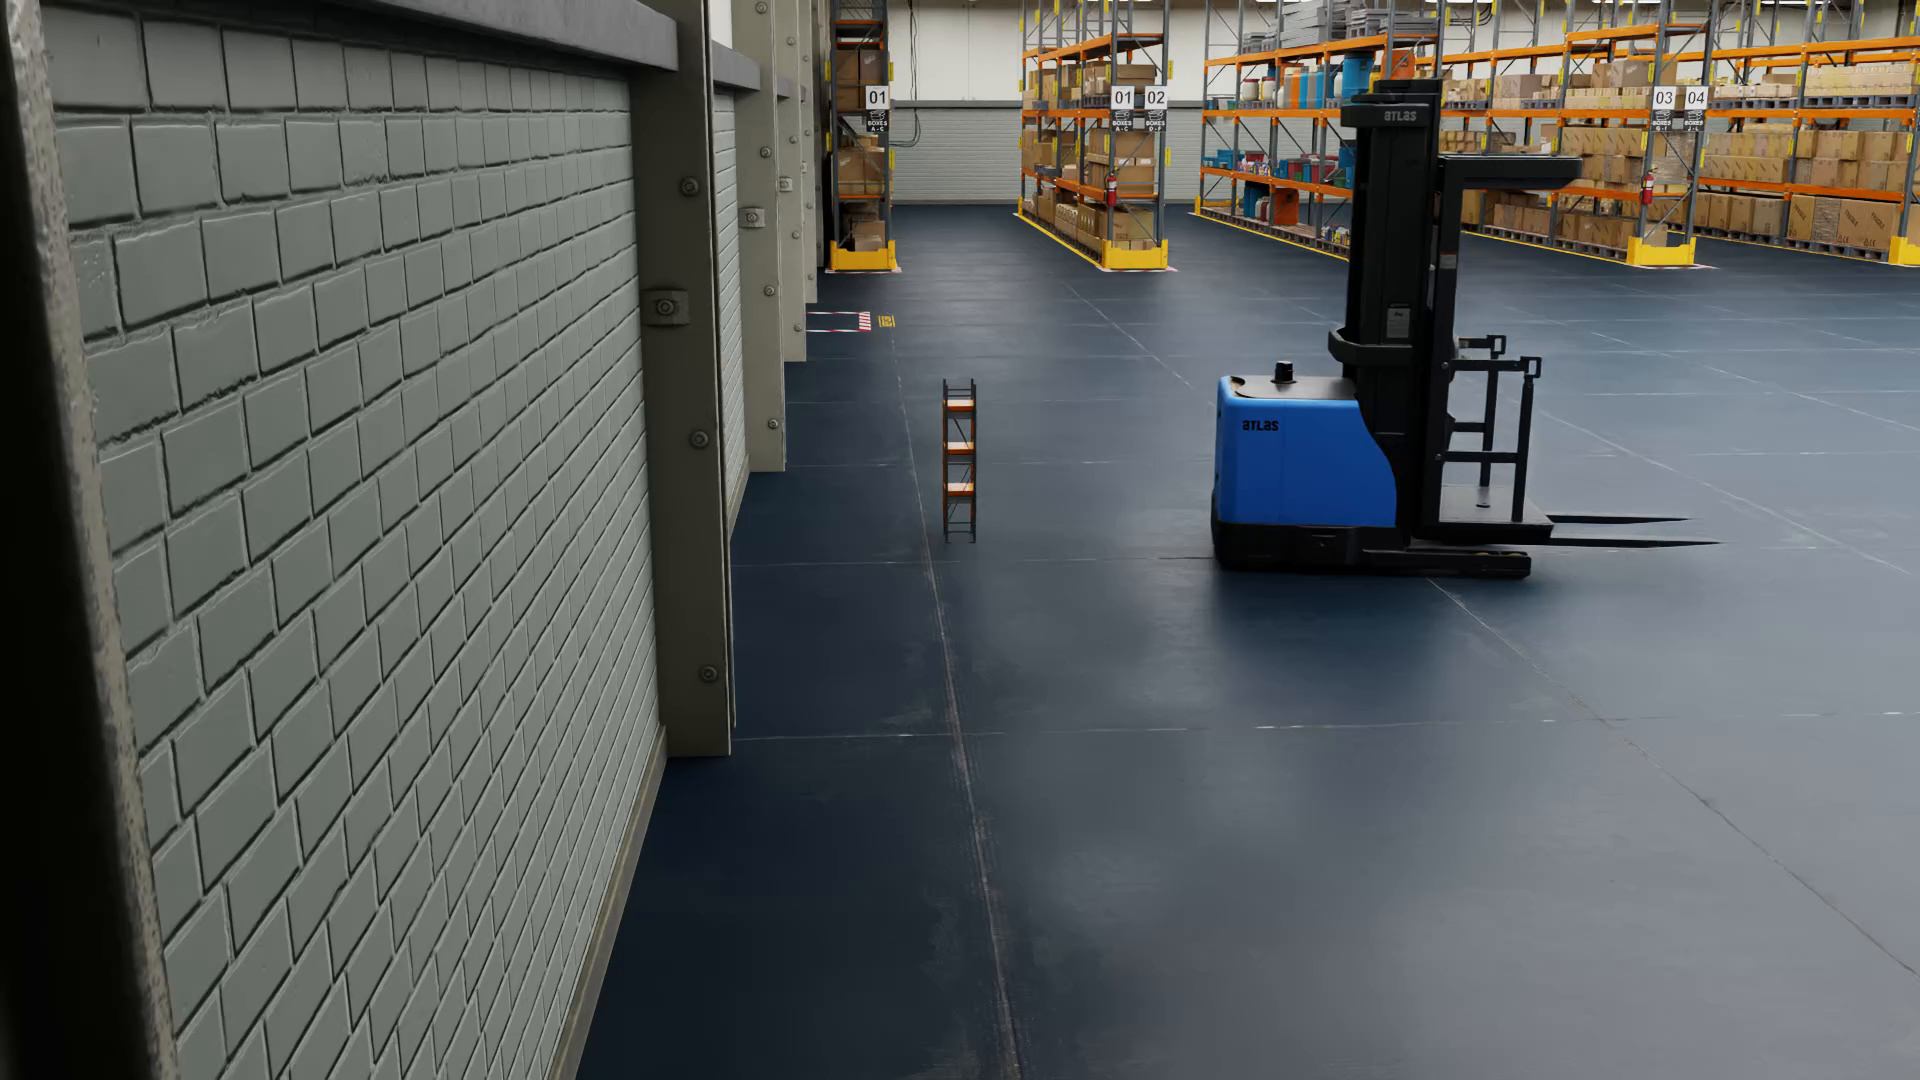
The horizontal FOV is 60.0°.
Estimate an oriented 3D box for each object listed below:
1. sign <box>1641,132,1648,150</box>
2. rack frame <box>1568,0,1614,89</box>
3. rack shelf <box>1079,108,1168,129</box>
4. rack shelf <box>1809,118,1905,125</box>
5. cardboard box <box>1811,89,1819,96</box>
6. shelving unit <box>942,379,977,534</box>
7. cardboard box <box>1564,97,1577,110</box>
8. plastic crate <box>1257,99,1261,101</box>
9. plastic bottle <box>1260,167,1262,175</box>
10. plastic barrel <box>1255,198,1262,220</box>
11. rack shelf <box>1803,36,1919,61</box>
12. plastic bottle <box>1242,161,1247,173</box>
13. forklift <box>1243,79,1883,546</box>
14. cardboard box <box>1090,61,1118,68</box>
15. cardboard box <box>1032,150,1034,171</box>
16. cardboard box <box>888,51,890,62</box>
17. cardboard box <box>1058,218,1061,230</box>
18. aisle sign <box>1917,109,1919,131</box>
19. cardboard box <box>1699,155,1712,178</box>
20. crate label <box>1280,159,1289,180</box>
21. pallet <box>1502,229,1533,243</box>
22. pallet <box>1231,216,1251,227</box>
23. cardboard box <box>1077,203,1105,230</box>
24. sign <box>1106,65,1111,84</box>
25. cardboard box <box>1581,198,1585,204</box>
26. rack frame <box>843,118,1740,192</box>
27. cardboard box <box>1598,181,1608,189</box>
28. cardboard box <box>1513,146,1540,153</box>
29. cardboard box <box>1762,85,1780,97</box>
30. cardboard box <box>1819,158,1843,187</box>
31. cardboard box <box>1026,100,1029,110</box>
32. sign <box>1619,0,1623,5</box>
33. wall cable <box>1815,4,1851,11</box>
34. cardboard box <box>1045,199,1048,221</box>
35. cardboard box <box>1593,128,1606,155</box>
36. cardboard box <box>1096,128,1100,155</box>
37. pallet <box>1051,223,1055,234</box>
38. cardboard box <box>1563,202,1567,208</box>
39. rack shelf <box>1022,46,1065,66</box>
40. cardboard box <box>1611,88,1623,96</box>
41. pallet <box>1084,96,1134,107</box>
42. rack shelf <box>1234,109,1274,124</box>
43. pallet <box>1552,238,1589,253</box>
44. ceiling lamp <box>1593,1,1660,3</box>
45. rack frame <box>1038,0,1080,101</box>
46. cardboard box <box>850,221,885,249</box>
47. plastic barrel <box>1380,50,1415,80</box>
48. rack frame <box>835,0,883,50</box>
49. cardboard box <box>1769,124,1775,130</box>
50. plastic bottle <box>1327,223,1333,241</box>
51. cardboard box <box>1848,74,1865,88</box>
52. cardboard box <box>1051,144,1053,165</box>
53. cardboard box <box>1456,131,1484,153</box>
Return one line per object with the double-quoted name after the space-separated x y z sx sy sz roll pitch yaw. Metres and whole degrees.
12.514 -7.297 30.409 0.100 0.325 0.005 -1 14 -3 "sign"
12.825 -10.487 33.726 0.949 2.616 0.053 -1 14 -3 "rack frame"
3.058 -8.036 31.665 1.077 0.370 4.000 -1 14 -3 "rack shelf"
22.341 -10.331 40.583 1.077 0.370 4.000 -1 14 -3 "rack shelf"
17.480 -9.056 33.643 0.380 0.149 0.250 -1 14 -3 "cardboard box"
-0.003 -0.522 10.948 0.215 1.050 0.249 -1 14 -3 "shelving unit"
12.594 -8.846 33.668 0.500 0.250 0.500 -1 15 -6 "cardboard box"
7.579 -11.197 42.768 0.497 0.269 0.590 -1 14 -3 "plastic crate"
7.140 -8.729 39.333 0.097 0.201 0.097 0 14 0 "plastic bottle"
7.389 -8.040 40.404 0.421 0.512 0.421 0 14 0 "plastic barrel"
17.902 -9.499 32.132 1.077 0.370 4.000 -1 14 -3 "rack shelf"
7.054 -9.223 41.100 0.152 0.276 0.135 -1 14 -3 "plastic bottle"
15.185 -6.797 31.112 22.390 3.159 46.598 2 15 6 "forklift"
2.935 -9.530 33.980 0.500 0.500 0.500 -1 14 -3 "cardboard box"
2.118 -9.716 42.569 0.500 0.500 0.500 0 14 -2 "cardboard box"
-1.524 -8.578 30.077 0.500 0.500 0.500 -1 14 -4 "cardboard box"
2.458 -7.036 37.029 0.500 0.250 0.500 -1 14 -5 "cardboard box"
17.731 -7.875 30.396 0.394 0.787 0.004 -1 14 -3 "aisle sign"
17.289 -8.560 38.077 0.500 0.500 0.500 -1 14 -3 "cardboard box"
7.422 -8.266 37.061 0.502 0.435 0.616 -1 14 -3 "crate label"
12.693 -6.729 36.755 1.003 0.211 1.213 -1 14 -3 "pallet"
7.389 -7.952 41.508 1.003 0.211 1.213 -1 14 -3 "pallet"
2.650 -6.544 33.612 0.500 0.500 0.500 -1 14 -3 "cardboard box"
2.640 -8.273 29.523 0.100 0.325 0.005 -1 14 -3 "sign"
16.952 -9.125 44.752 0.380 0.149 0.250 0 14 -1 "cardboard box"
12.581 -10.030 37.968 30.676 5.616 16.049 -1 14 -3 "rack frame"
12.648 -6.904 32.345 0.380 0.149 0.250 -1 14 -3 "cardboard box"
12.782 -8.557 37.222 0.700 0.500 0.500 1 14 5 "cardboard box"
17.482 -9.569 35.434 0.500 0.250 0.500 -1 14 -4 "cardboard box"
17.786 -7.342 33.239 0.875 0.550 0.550 -1 14 -3 "cardboard box"
2.019 -11.413 43.647 0.500 0.250 0.500 -1 14 -3 "cardboard box"
13.364 -10.981 33.614 0.100 0.325 0.005 -1 14 -3 "sign"
27.851 -17.819 51.060 2.988 3.039 0.133 -1 14 -3 "wall cable"
2.324 -7.915 39.903 0.500 0.500 0.500 -1 14 -6 "cardboard box"
12.701 -7.770 32.400 0.500 0.500 0.500 -1 14 -3 "cardboard box"
3.031 -7.746 32.307 0.700 0.500 0.500 -1 14 -3 "cardboard box"
2.678 -7.260 38.820 1.003 0.211 1.213 -1 14 -3 "pallet"
16.846 -9.241 45.801 0.380 0.149 0.250 -1 14 -4 "cardboard box"
2.315 -12.472 42.891 1.077 0.370 4.000 -1 14 -3 "rack shelf"
12.667 -8.548 31.710 0.380 0.149 0.250 -2 15 -6 "cardboard box"
3.013 -8.628 32.697 1.003 0.211 1.213 -1 14 -3 "pallet"
7.506 -10.102 39.691 1.077 0.370 4.000 -1 14 -3 "rack shelf"
12.899 -6.065 34.174 1.003 0.211 1.213 -1 14 -3 "pallet"
19.367 -15.622 48.277 1.941 0.041 0.237 -1 14 -3 "ceiling lamp"
2.438 -12.325 40.868 1.000 3.000 0.127 -1 14 -3 "rack frame"
-1.746 -5.858 31.909 0.700 0.500 0.500 -2 15 -7 "cardboard box"
7.969 -8.493 30.292 0.600 0.830 0.708 -1 14 -3 "plastic barrel"
-2.010 -10.258 32.834 1.000 3.000 0.127 -1 14 -3 "rack frame"
21.834 -11.022 44.337 0.380 0.149 0.250 -1 14 -3 "cardboard box"
7.514 -6.228 33.646 0.144 0.351 0.185 0 14 -2 "plastic bottle"
17.626 -8.906 32.262 0.500 0.250 0.500 -1 14 -3 "cardboard box"
2.610 -9.233 39.846 0.700 0.500 0.500 -5 15 -18 "cardboard box"
12.459 -9.622 40.188 0.797 0.503 0.637 0 14 -2 "cardboard box"
